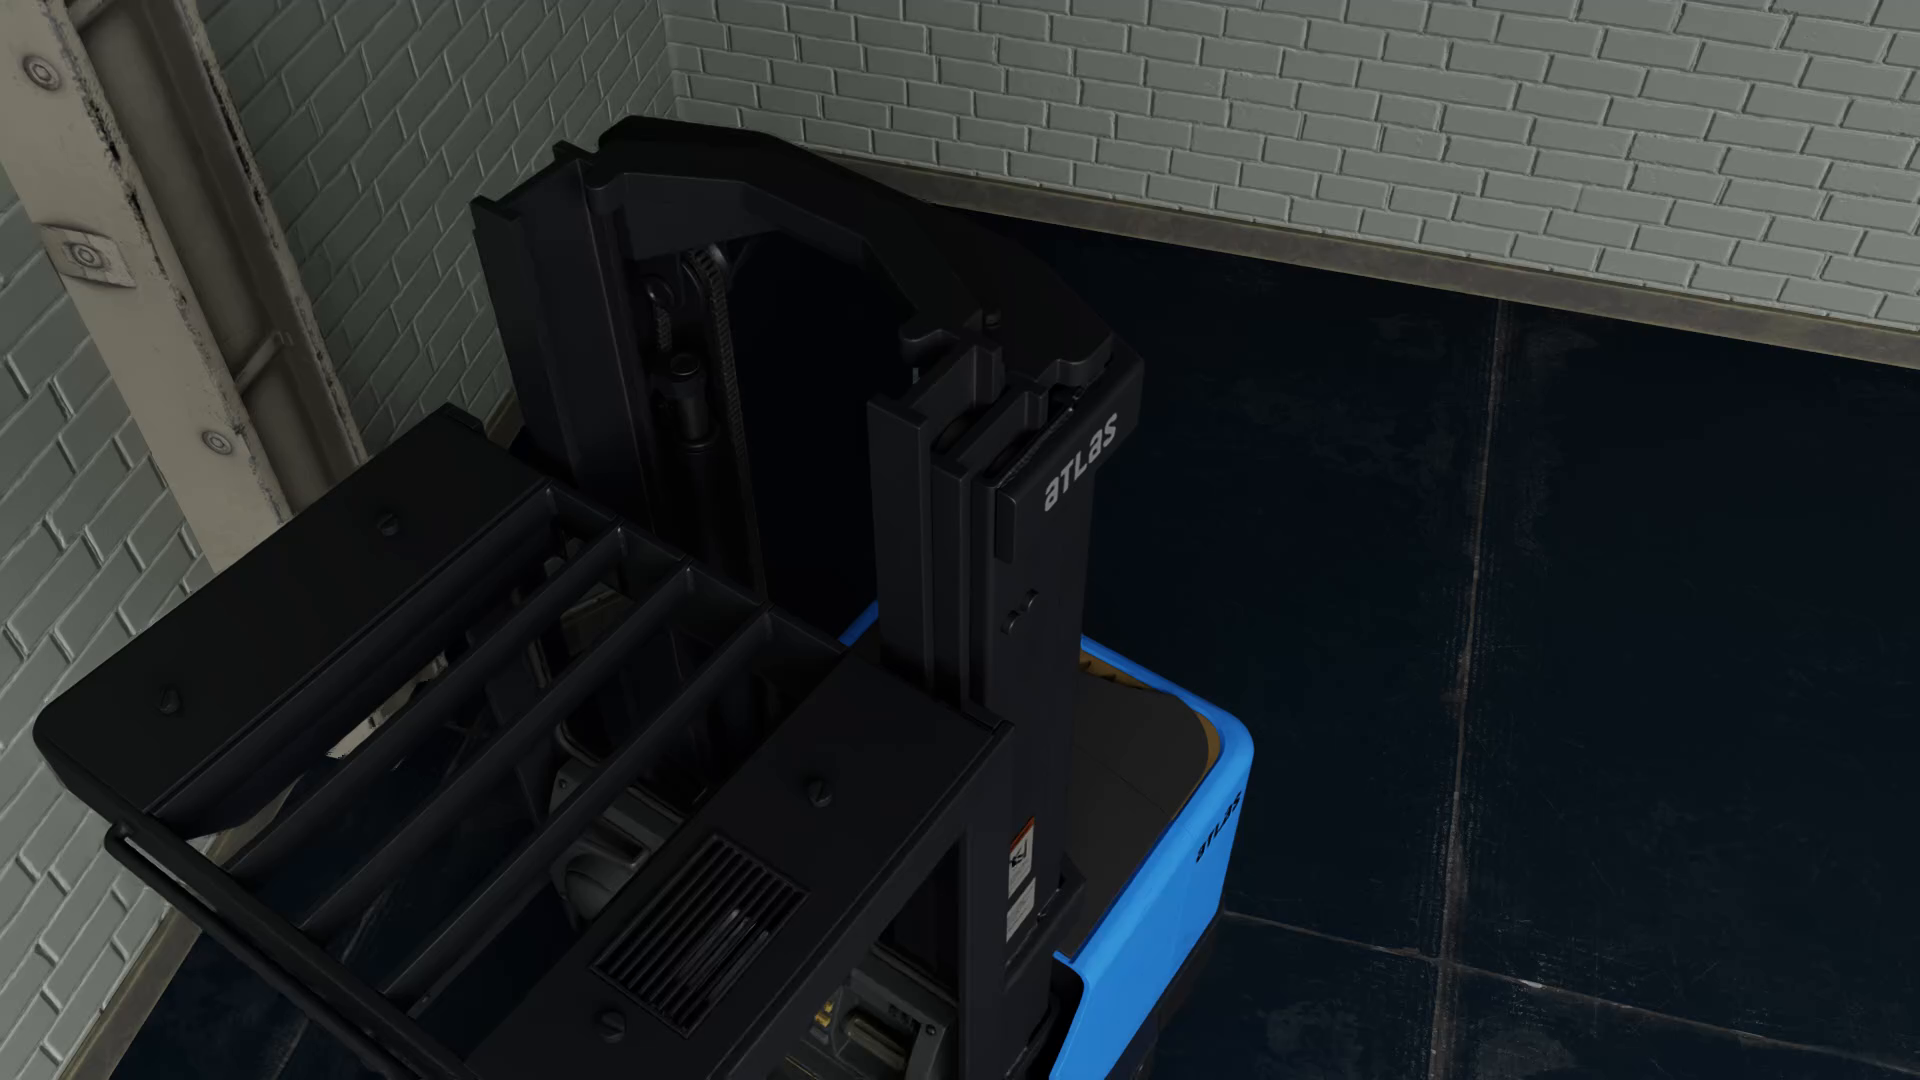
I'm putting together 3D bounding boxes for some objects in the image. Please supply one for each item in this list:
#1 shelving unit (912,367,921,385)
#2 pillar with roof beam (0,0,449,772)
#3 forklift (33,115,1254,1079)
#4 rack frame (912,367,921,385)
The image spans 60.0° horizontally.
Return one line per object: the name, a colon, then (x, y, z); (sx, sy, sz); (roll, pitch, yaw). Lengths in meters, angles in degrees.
shelving unit: (-0.002, -0.292, 5.407); (0.258, 0.900, 0.210); (12, 50, 10)
pillar with roof beam: (2.315, -1.588, 1.149); (9.100, 9.000, 0.400); (12, 50, 10)
forklift: (-0.545, 0.881, 3.018); (1.130, 2.935, 3.031); (28, 54, 22)
rack frame: (-0.029, -0.218, 5.343); (0.240, 0.900, 0.006); (12, 50, 10)
